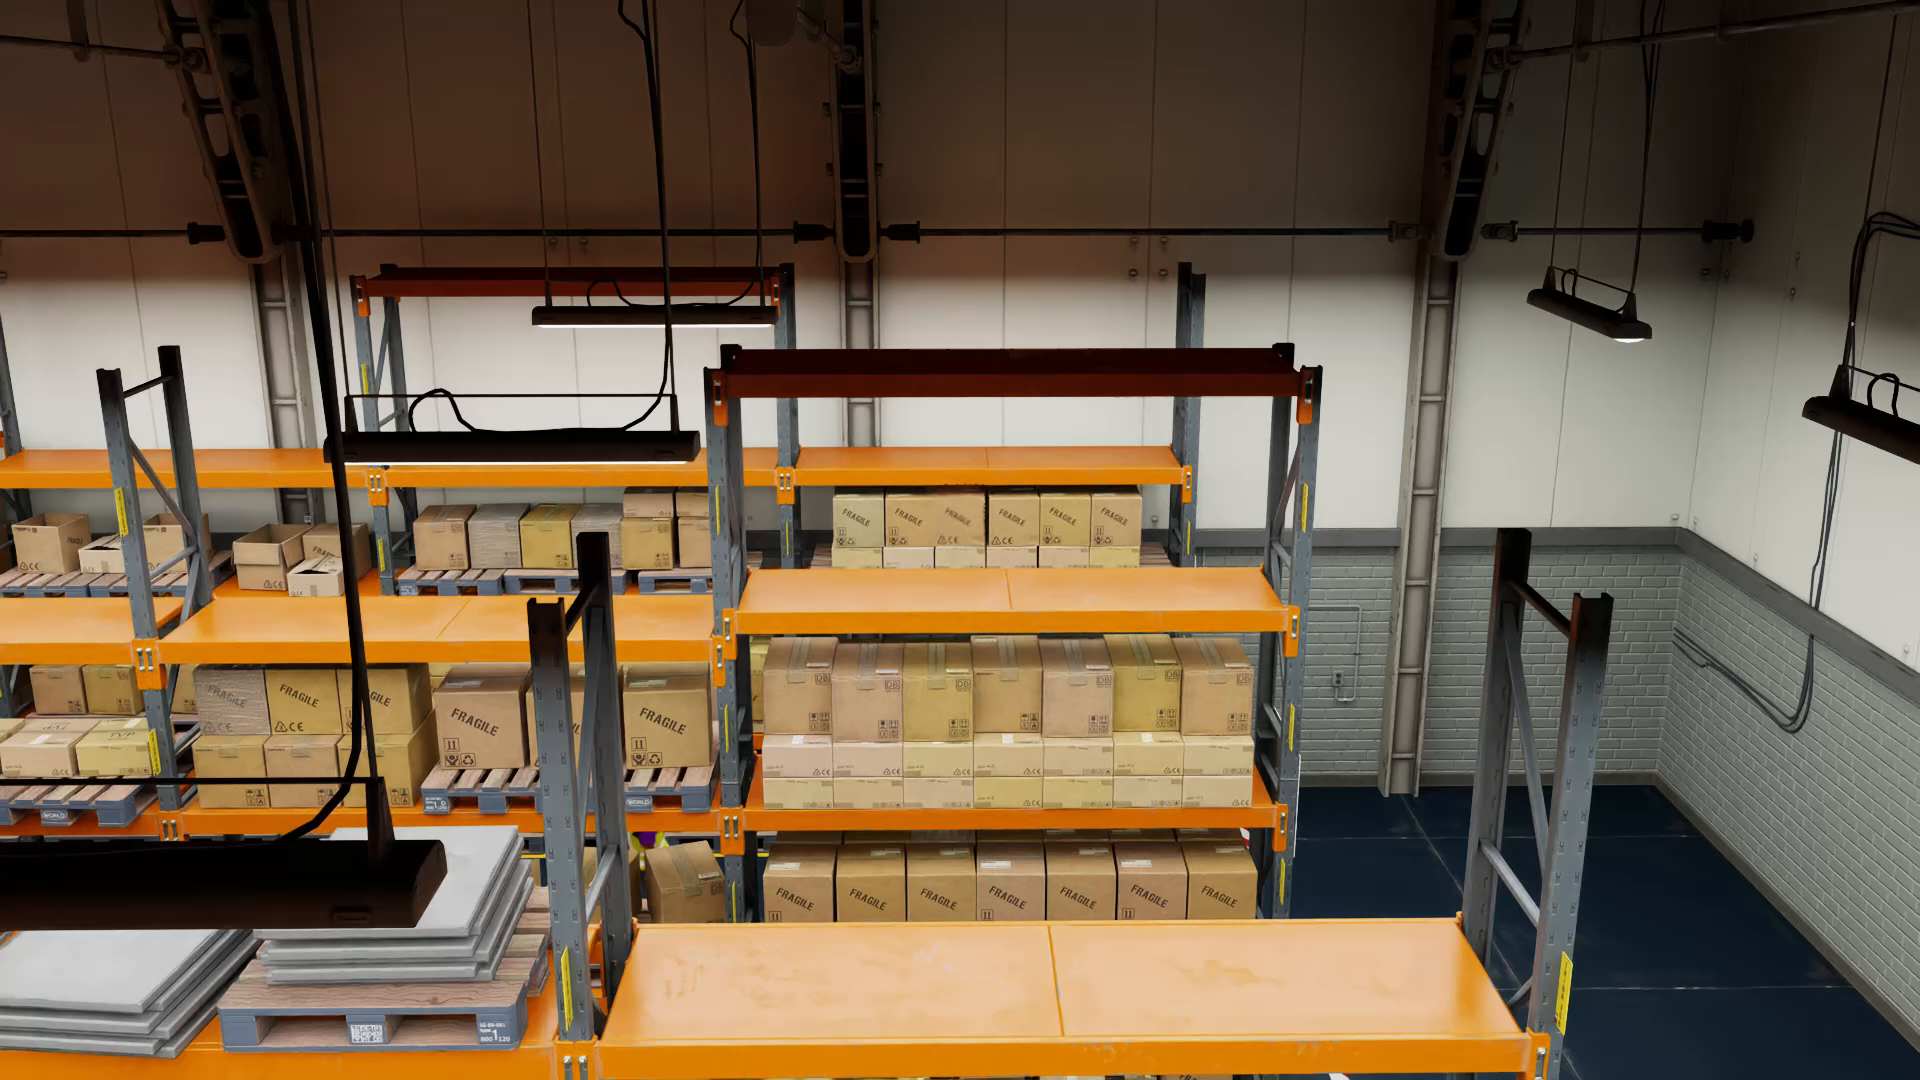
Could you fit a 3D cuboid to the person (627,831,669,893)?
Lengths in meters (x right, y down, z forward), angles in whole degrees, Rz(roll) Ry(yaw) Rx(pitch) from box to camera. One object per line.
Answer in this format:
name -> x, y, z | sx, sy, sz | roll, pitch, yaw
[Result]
person -> -2.960, 2.937, 15.296 | 0.966, 1.716, 0.616 | 2, 16, 7
